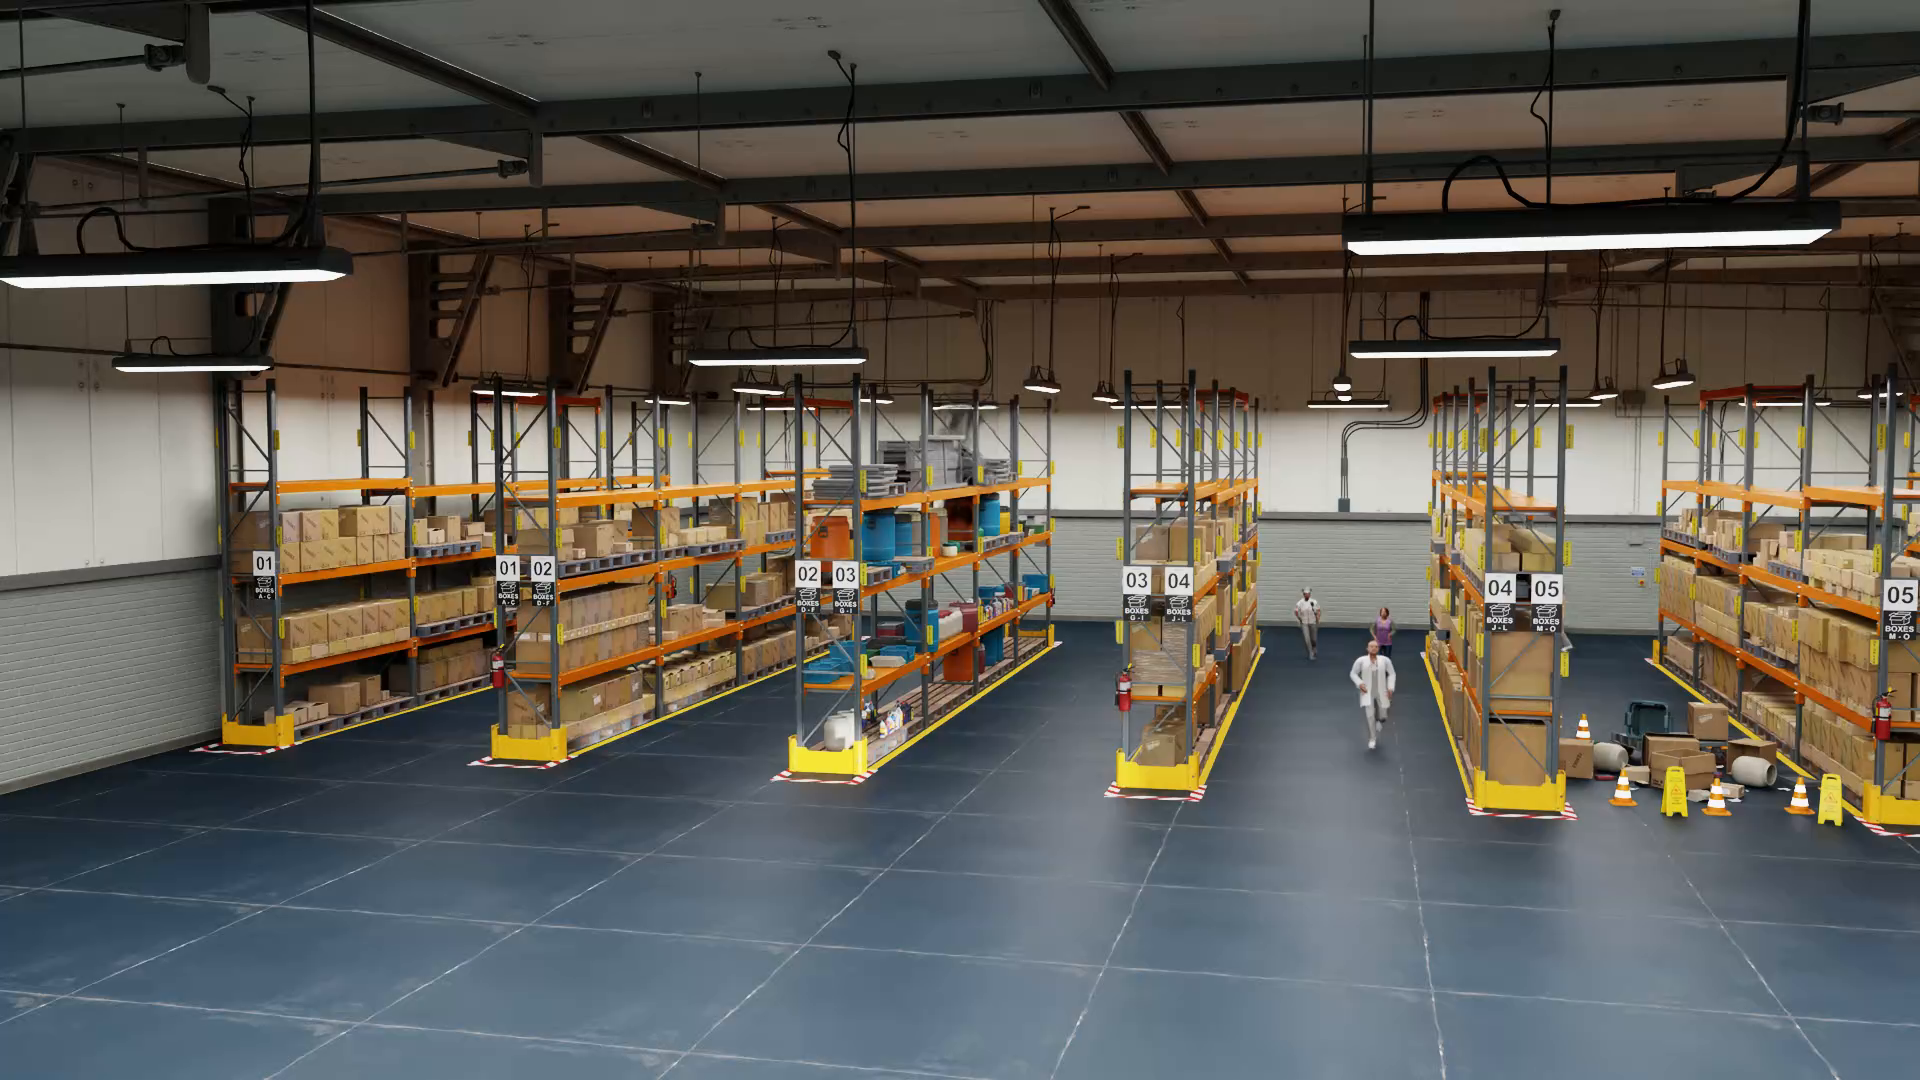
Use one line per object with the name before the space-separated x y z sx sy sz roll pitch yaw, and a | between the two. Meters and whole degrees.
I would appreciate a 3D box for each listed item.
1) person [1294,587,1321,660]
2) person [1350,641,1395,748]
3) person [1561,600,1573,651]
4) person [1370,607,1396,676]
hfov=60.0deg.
person | 7.945 1.897 38.032 0.602 1.657 0.638 1 3 9
person | 6.782 2.514 27.322 0.730 1.723 0.716 0 3 4
person | 13.895 1.858 38.904 0.876 1.658 0.571 1 4 20
person | 8.698 2.168 34.217 0.527 1.539 0.550 1 4 15
